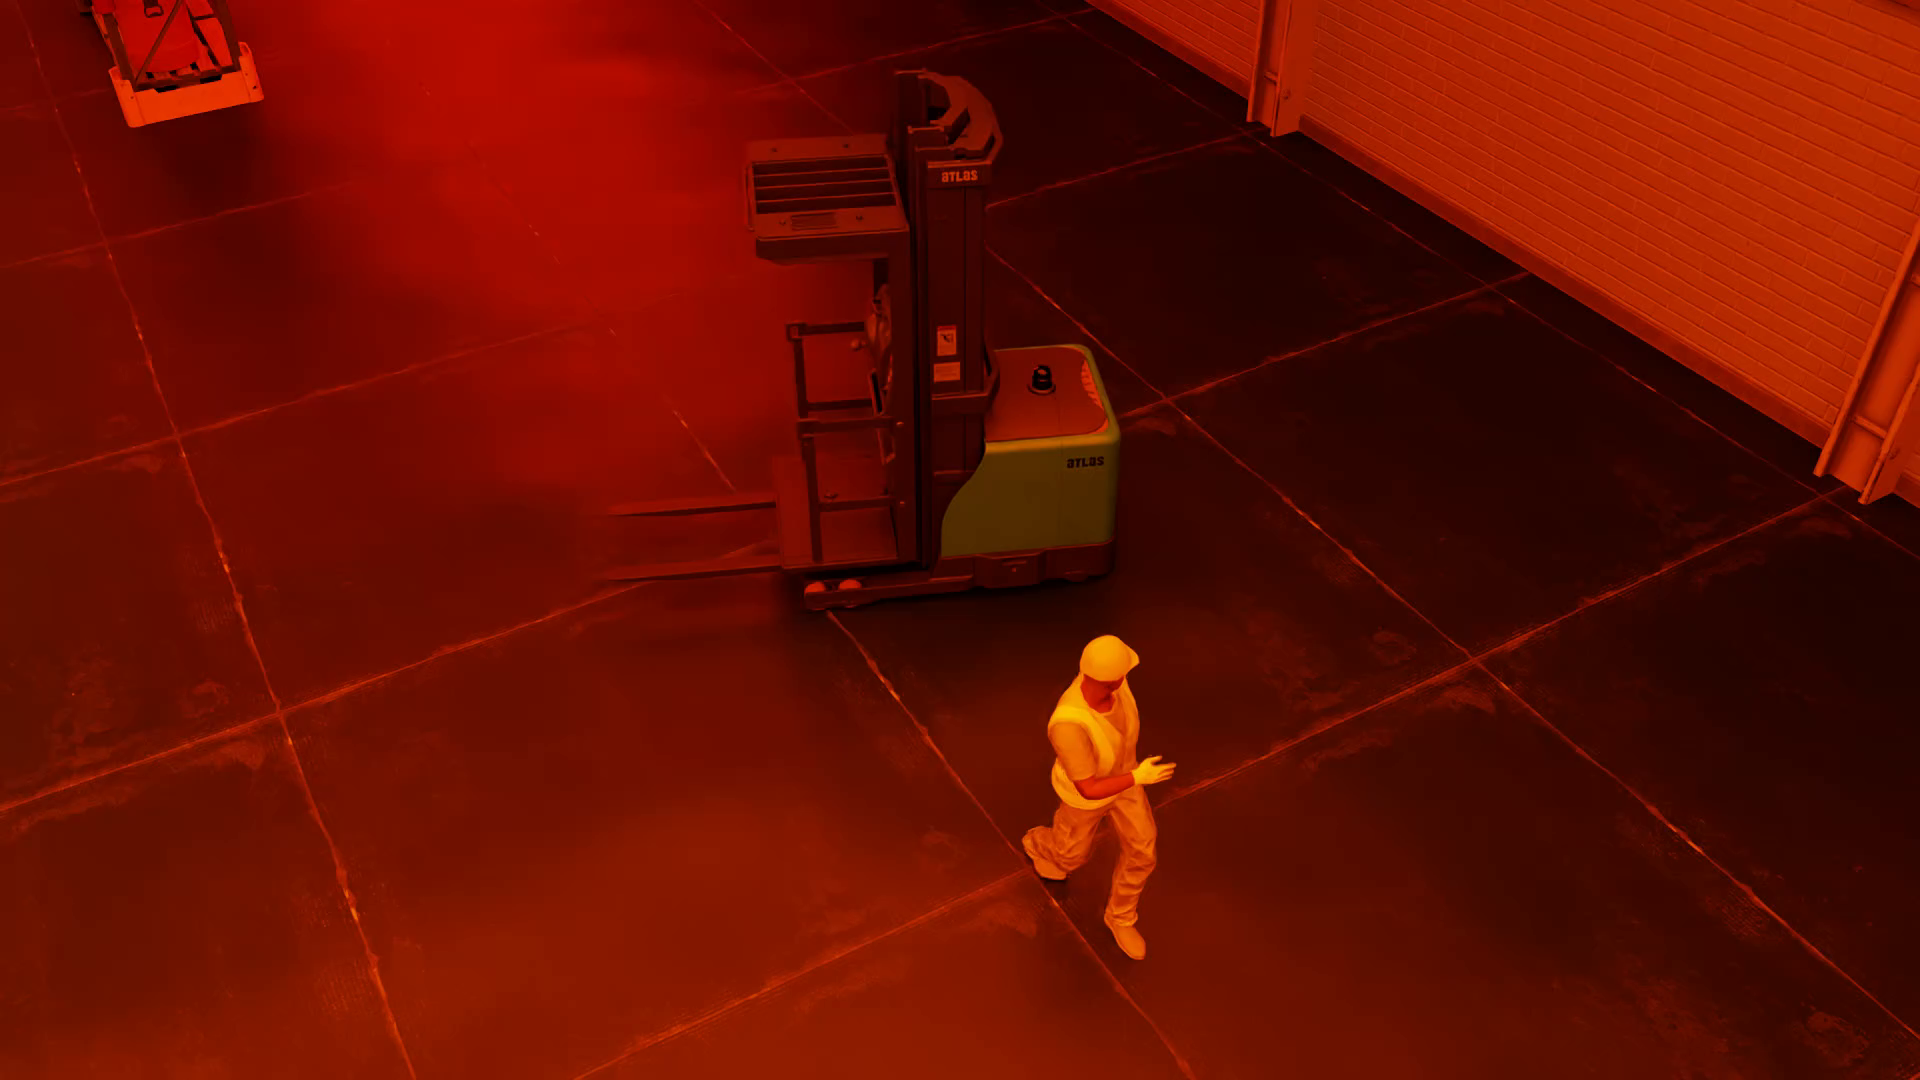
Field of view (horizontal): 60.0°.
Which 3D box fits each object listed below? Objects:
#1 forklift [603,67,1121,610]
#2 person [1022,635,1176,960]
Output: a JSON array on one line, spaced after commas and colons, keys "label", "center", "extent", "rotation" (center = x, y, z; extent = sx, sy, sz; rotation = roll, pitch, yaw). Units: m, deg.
[{"label": "forklift", "center": [-0.629, -1.073, 9.329], "extent": [3.031, 2.935, 1.130], "rotation": [-5, 40, -6]}, {"label": "person", "center": [0.625, 1.102, 7.704], "extent": [0.583, 1.695, 0.939], "rotation": [-28, 47, -29]}]
